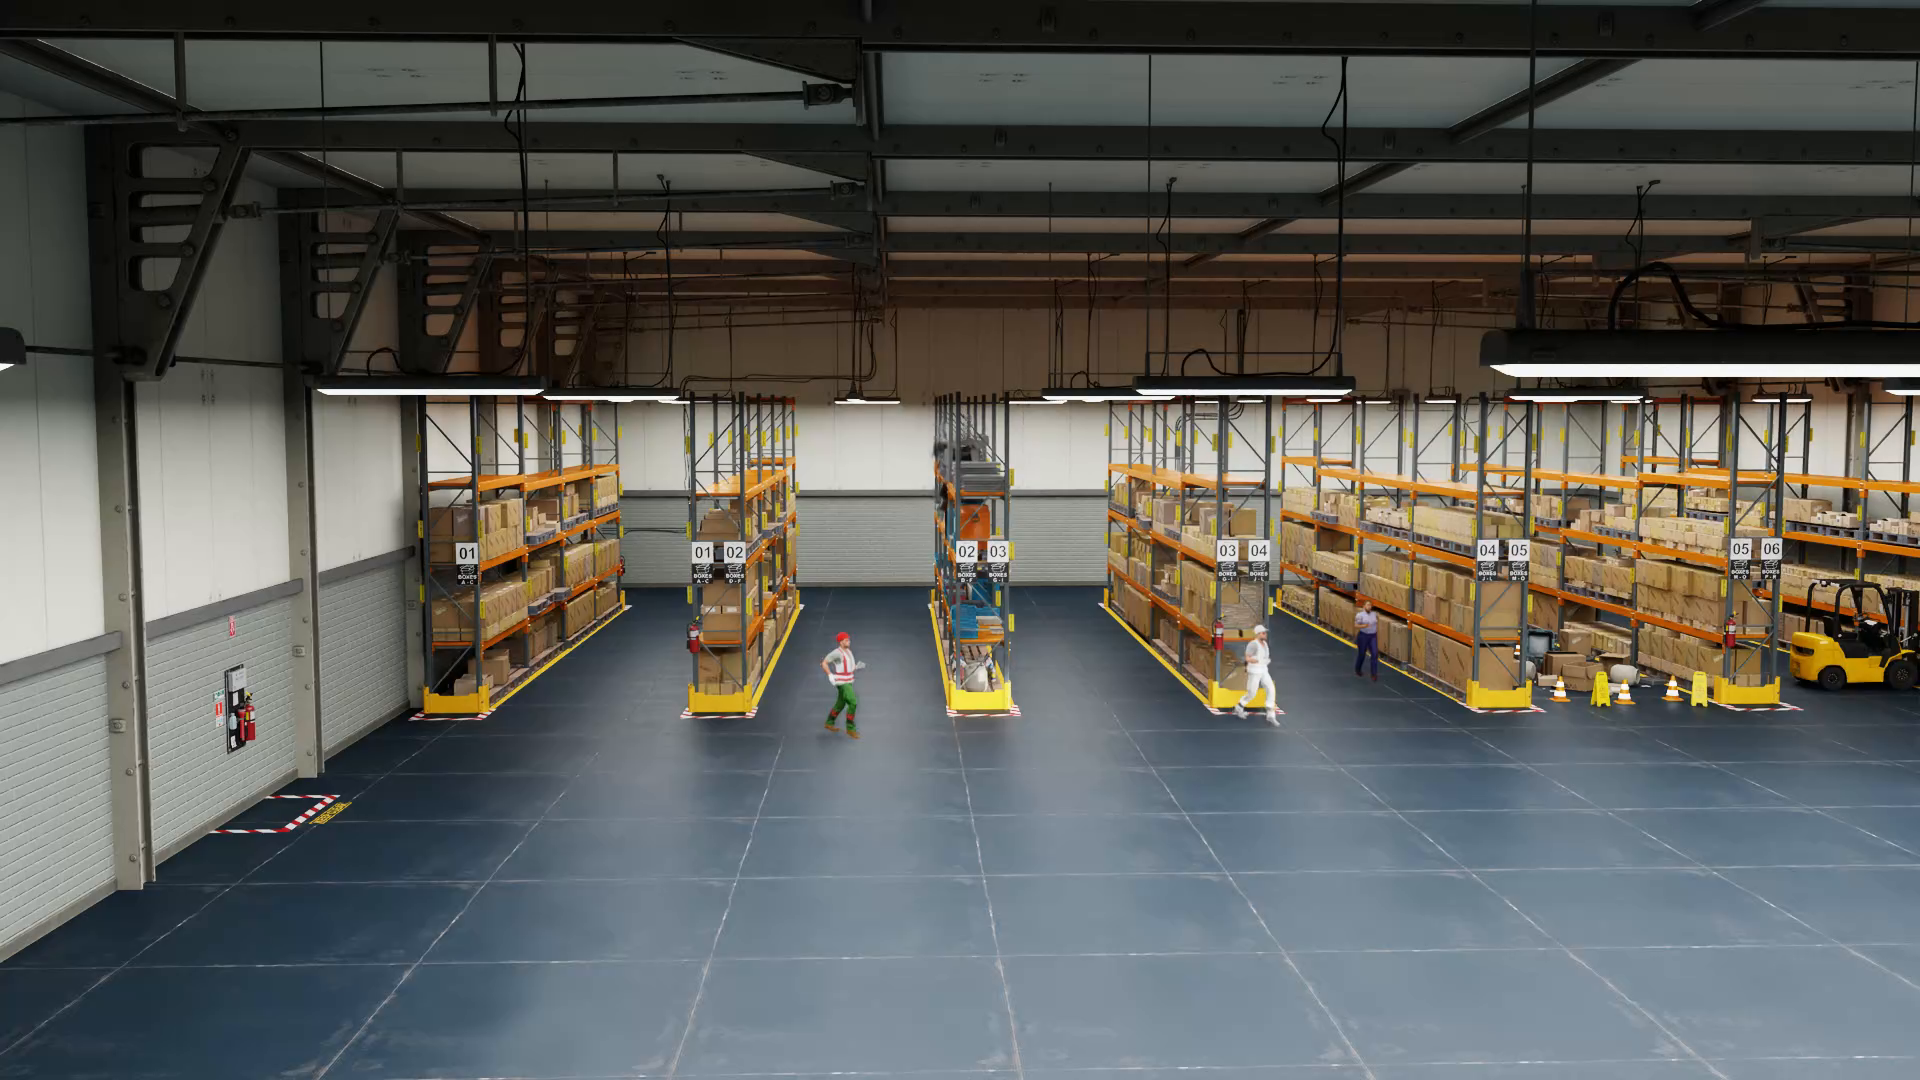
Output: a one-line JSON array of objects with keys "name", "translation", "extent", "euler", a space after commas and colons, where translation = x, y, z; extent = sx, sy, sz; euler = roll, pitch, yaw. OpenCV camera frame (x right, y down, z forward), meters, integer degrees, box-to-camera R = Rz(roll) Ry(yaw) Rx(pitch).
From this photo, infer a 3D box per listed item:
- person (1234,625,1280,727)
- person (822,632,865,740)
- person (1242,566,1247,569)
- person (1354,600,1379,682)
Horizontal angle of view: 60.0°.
[{"name": "person", "translation": [5.359, 2.426, 30.018], "extent": [0.683, 1.802, 0.947], "euler": [-4, 6, -42]}, {"name": "person", "translation": [-2.022, 2.518, 28.806], "extent": [0.800, 1.848, 0.650], "euler": [2, 5, 19]}, {"name": "person", "translation": [7.959, 1.030, 47.991], "extent": [0.619, 1.709, 0.702], "euler": [-4, 6, -43]}, {"name": "person", "translation": [8.527, 2.089, 34.823], "extent": [0.597, 1.667, 0.854], "euler": [0, 5, -6]}]
